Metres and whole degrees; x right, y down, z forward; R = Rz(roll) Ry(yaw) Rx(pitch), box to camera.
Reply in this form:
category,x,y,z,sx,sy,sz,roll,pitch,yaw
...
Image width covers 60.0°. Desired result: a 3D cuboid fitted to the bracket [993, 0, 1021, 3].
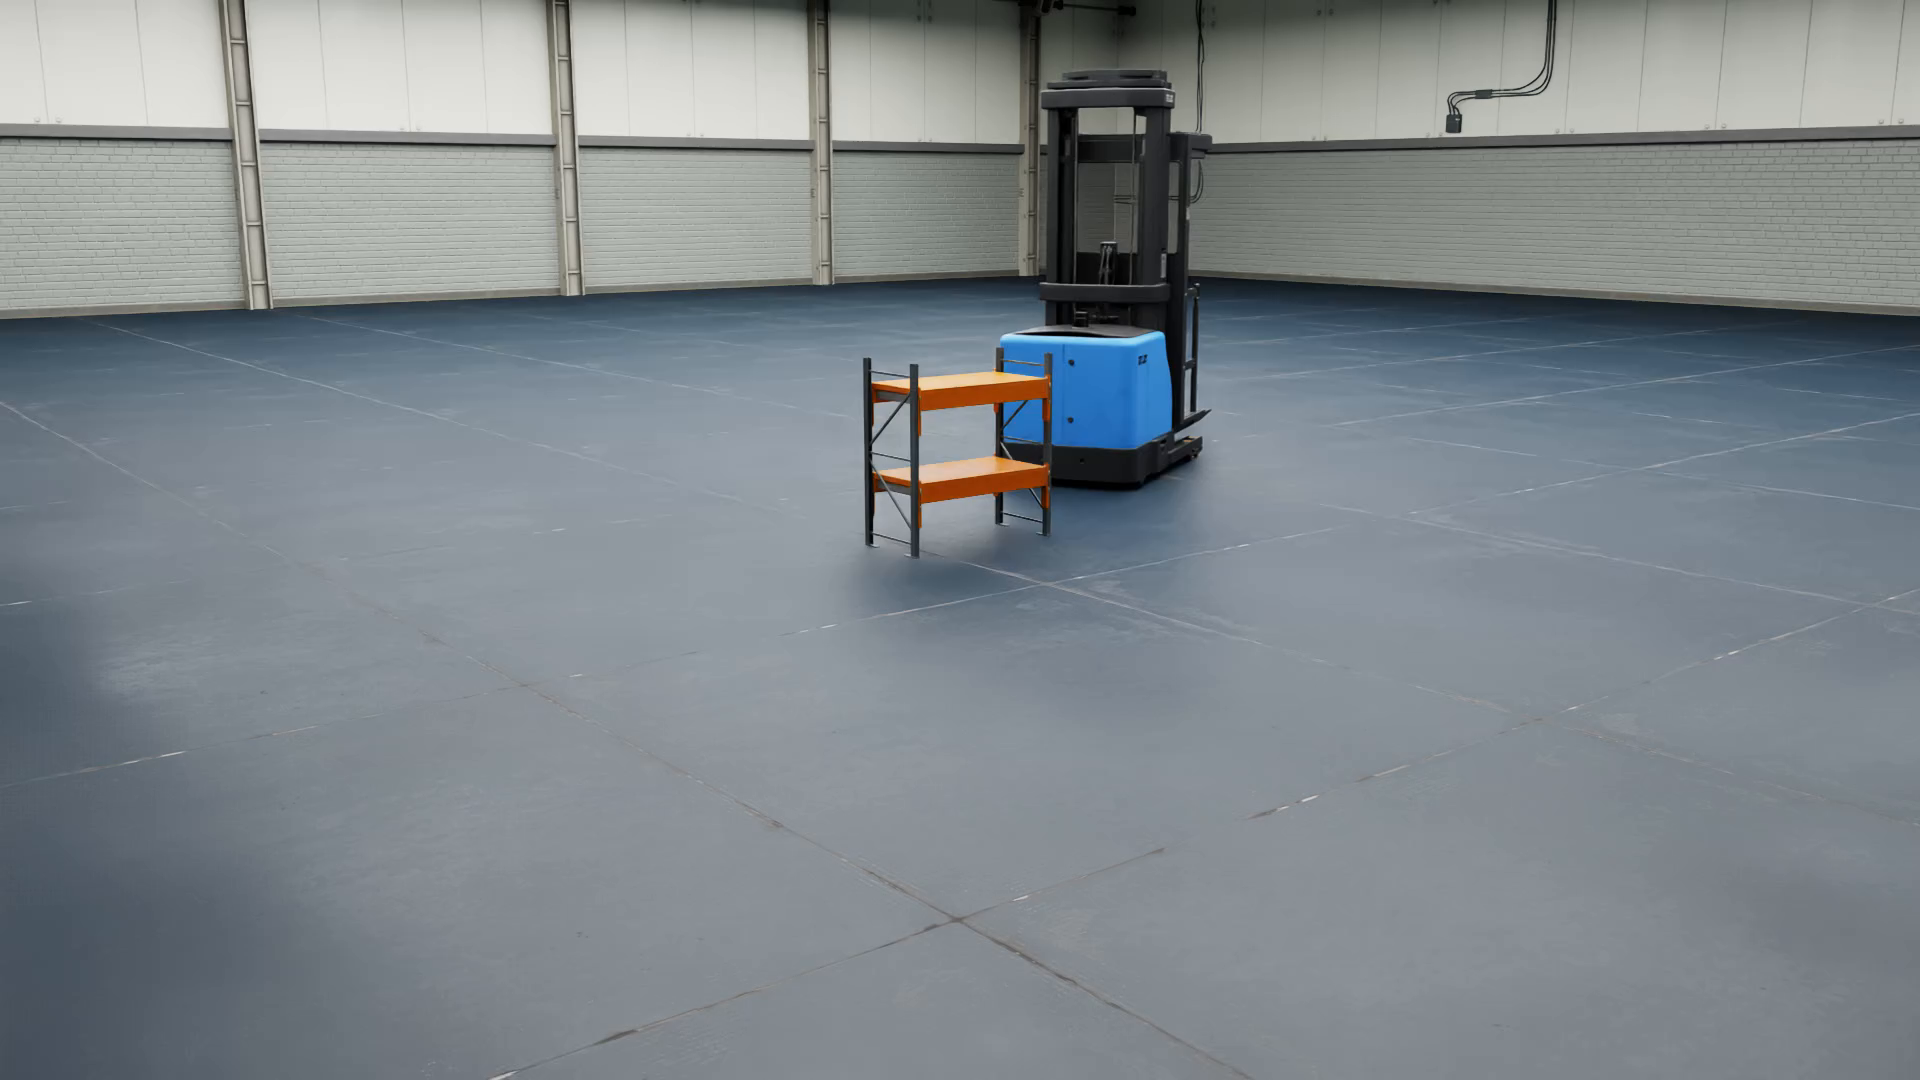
category,x,y,z,sx,sy,sz,roll,pitch,yaw
bracket,-0.448,-12.146,36.997,4.783,0.066,0.076,-9,15,-38

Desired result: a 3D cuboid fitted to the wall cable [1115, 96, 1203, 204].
category,x,y,z,sx,sy,sz,roll,pitch,yaw
wall cable,4.793,-9.480,40.583,0.112,2.526,3.097,-9,15,-38

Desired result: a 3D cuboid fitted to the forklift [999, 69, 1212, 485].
category,x,y,z,sx,sy,sz,roll,pitch,yaw
forklift,1.291,-2.086,12.898,1.130,2.935,3.031,5,13,22

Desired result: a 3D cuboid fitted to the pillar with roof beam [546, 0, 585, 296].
category,x,y,z,sx,sy,sz,roll,pitch,yaw
pillar with roof beam,-5.015,-8.575,28.849,0.400,9.000,9.100,-9,15,-38

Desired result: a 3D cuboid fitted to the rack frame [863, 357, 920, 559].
category,x,y,z,sx,sy,sz,roll,pitch,yaw
rack frame,-0.402,-0.483,9.697,0.032,1.125,0.500,-9,15,-38

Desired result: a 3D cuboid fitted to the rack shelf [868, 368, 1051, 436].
category,x,y,z,sx,sy,sz,roll,pitch,yaw
rack shelf,-0.005,-0.836,9.947,1.000,0.278,0.538,-9,15,-38

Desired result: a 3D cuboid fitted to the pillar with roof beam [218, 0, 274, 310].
category,x,y,z,sx,sy,sz,roll,pitch,yaw
pillar with roof beam,-9.700,-7.797,25.182,0.400,9.000,9.100,-9,15,-38

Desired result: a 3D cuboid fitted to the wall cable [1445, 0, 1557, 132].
category,x,y,z,sx,sy,sz,roll,pitch,yaw
wall cable,10.711,-11.120,32.646,0.169,6.003,2.305,-9,15,-38

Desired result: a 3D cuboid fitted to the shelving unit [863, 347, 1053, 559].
category,x,y,z,sx,sy,sz,roll,pitch,yaw
shelving unit,-0.005,-0.549,10.008,1.048,1.125,0.538,-9,15,-38

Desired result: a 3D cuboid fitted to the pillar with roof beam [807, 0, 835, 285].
category,x,y,z,sx,sy,sz,roll,pitch,yaw
pillar with roof beam,-0.329,-9.354,32.515,0.548,9.000,9.100,-9,15,-38

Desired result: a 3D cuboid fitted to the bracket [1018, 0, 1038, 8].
category,x,y,z,sx,sy,sz,roll,pitch,yaw
bracket,1.564,-12.480,38.571,0.430,0.232,0.235,-9,15,-38

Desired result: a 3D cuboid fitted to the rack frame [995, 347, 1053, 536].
category,x,y,z,sx,sy,sz,roll,pitch,yaw
rack frame,0.392,-0.615,10.318,0.032,1.125,0.500,-9,15,-38

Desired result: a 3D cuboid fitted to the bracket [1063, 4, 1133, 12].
category,x,y,z,sx,sy,sz,roll,pitch,yaw
bracket,3.602,-12.819,40.166,3.189,0.066,0.076,-9,15,-38

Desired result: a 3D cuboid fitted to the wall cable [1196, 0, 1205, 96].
category,x,y,z,sx,sy,sz,roll,pitch,yaw
wall cable,6.483,-11.511,37.992,0.112,2.526,3.097,-9,15,-38

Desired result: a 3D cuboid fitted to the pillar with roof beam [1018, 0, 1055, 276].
category,x,y,z,sx,sy,sz,roll,pitch,yaw
pillar with roof beam,4.356,-10.132,36.182,0.548,9.000,9.100,-9,15,-38

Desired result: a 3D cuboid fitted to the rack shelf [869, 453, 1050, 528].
category,x,y,z,sx,sy,sz,roll,pitch,yaw
rack shelf,-0.005,-0.310,10.059,1.000,0.278,0.538,-9,15,-38

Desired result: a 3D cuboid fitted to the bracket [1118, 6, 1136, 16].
category,x,y,z,sx,sy,sz,roll,pitch,yaw
bracket,4.063,-12.895,40.527,0.430,0.232,0.235,-9,15,-38

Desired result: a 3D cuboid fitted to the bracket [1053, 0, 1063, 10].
category,x,y,z,sx,sy,sz,roll,pitch,yaw
bracket,2.212,-12.588,39.079,0.430,0.232,0.235,-9,15,-38
